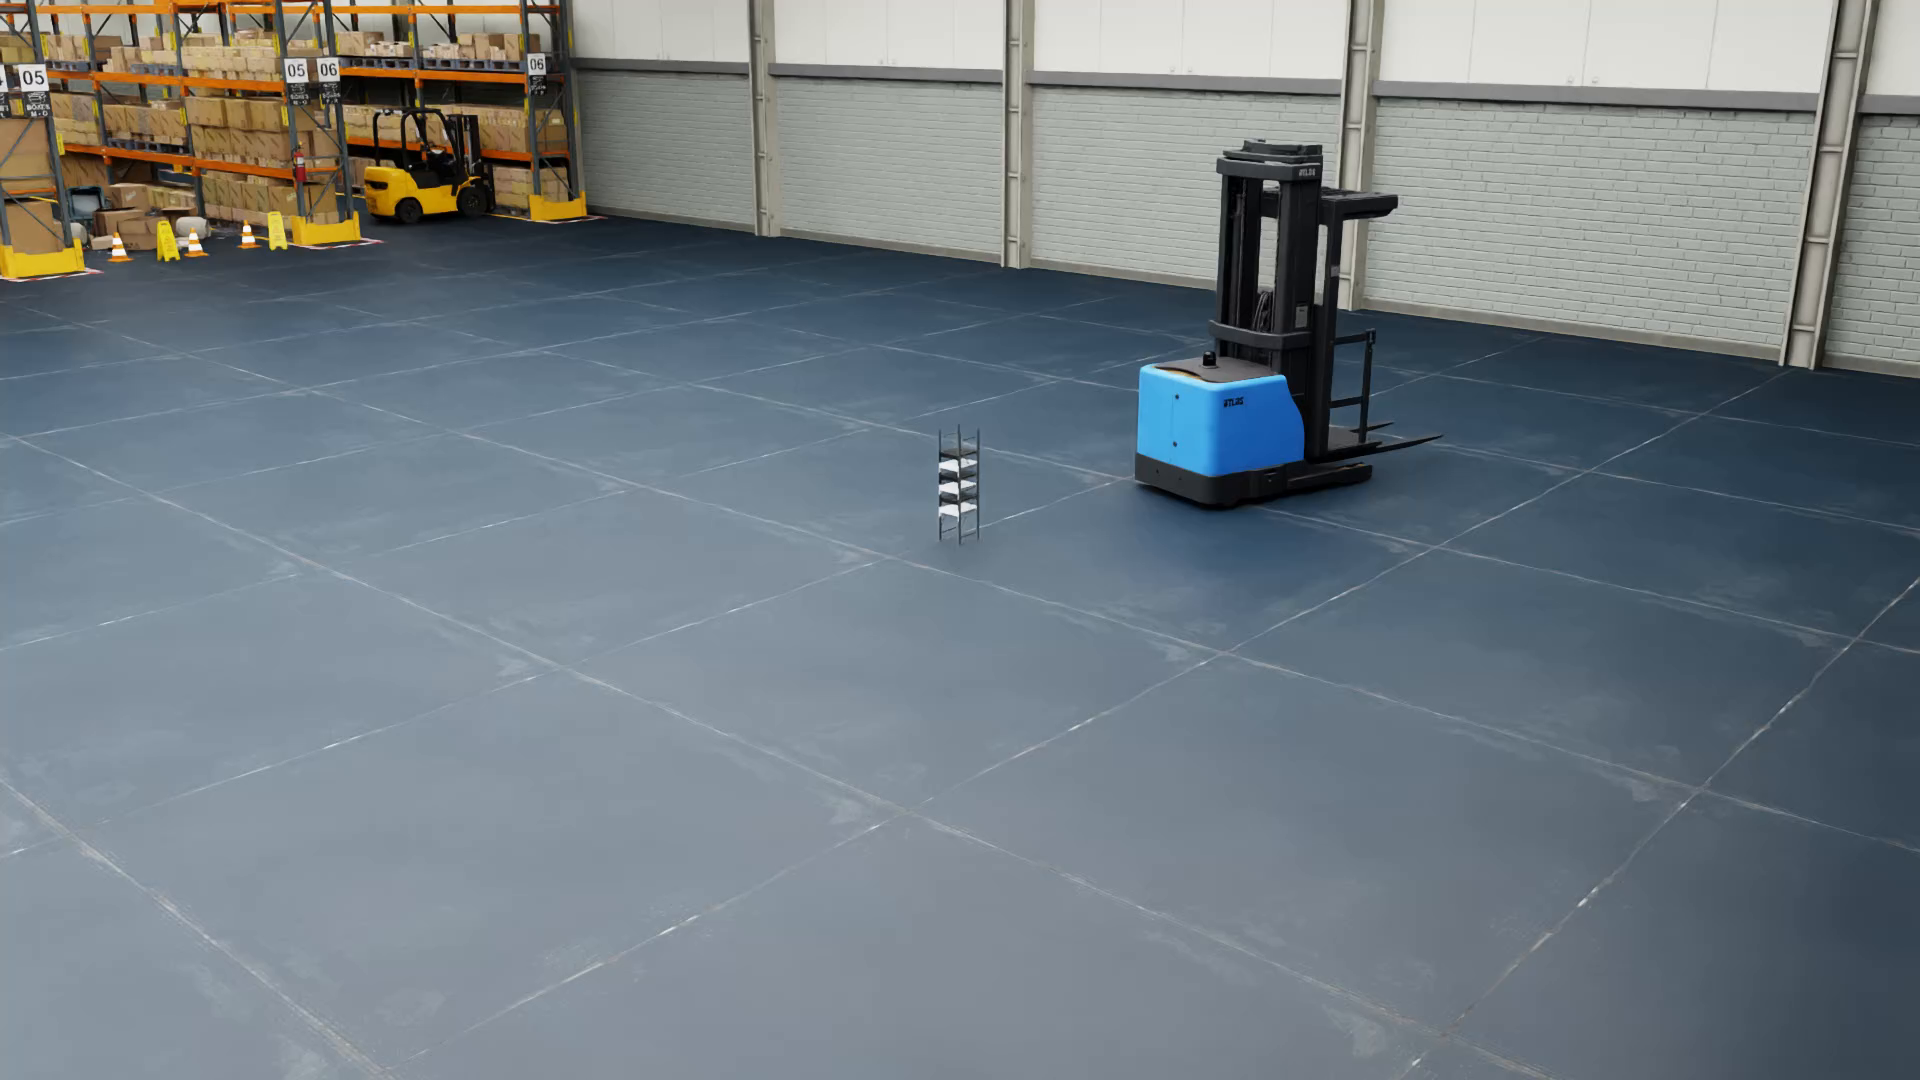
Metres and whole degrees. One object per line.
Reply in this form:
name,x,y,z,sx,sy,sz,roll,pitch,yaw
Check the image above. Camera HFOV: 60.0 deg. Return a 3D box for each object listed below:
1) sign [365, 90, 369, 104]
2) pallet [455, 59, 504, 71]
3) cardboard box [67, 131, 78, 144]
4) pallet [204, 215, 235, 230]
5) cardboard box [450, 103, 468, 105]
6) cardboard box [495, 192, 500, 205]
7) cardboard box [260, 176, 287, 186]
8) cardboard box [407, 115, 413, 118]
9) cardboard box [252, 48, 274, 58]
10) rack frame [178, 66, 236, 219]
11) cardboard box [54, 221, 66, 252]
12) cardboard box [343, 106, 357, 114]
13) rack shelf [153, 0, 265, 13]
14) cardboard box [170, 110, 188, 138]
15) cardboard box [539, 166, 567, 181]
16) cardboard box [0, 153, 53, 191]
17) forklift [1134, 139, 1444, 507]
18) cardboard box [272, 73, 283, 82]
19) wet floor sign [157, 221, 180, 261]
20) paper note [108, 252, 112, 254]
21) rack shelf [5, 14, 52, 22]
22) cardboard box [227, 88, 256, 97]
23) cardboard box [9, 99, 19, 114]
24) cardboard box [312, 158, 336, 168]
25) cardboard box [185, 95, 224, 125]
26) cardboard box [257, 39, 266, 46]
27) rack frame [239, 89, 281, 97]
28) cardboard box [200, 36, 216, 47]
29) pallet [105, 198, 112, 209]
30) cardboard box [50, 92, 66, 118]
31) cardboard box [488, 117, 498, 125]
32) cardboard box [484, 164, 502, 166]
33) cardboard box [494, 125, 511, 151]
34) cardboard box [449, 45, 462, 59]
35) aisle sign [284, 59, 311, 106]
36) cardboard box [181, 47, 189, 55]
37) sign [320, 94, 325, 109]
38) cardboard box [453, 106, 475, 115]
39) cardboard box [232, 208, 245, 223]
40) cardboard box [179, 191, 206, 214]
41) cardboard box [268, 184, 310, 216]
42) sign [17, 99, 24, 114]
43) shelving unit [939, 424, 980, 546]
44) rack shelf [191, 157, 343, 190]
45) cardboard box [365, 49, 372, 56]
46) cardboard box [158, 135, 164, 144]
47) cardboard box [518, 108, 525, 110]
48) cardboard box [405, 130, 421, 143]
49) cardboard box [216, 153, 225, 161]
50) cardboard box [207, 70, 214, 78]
sign,-13.751,-10.244,38.518,0.005,0.325,0.100,15,23,39
pallet,-9.562,-9.740,34.031,1.213,0.211,1.003,15,23,39
cardboard box,-18.718,-8.617,35.554,0.500,0.250,0.500,15,23,39
pallet,-13.891,-6.183,32.246,1.213,0.211,1.003,15,23,39
cardboard box,-10.686,-9.266,35.620,0.250,0.149,0.380,15,23,39
cardboard box,-9.428,-7.077,34.303,0.500,0.250,0.500,15,23,40
cardboard box,-12.517,-6.553,30.339,0.250,0.149,0.380,16,24,41
cardboard box,-11.733,-9.186,35.860,0.250,0.149,0.380,15,23,38
cardboard box,-12.400,-8.697,29.696,0.250,0.149,0.380,15,23,40
rack frame,-14.417,-7.639,32.224,0.127,3.000,1.000,15,23,39
cardboard box,-15.785,-5.229,28.758,0.500,0.500,0.500,-13,22,-36
cardboard box,-13.664,-9.693,37.458,0.250,0.149,0.380,16,24,41
rack shelf,-18.605,-13.286,41.293,4.000,0.370,1.077,15,23,39
cardboard box,-14.915,-8.070,32.229,0.500,0.500,0.500,15,23,38
cardboard box,-8.367,-7.465,33.874,0.500,0.250,0.500,15,23,38
cardboard box,-14.943,-5.831,26.280,0.550,0.550,0.875,15,23,39
forklift,3.045,-1.995,14.552,3.031,2.935,1.130,-11,21,-31
cardboard box,-11.878,-8.154,29.304,0.250,0.149,0.380,15,23,39
wet floor sign,-13.300,-5.016,27.849,0.232,0.644,0.267,11,20,30
paper note,-14.650,-4.970,28.726,0.144,0.017,0.142,-9,20,-27
rack shelf,-21.897,-11.973,37.812,4.000,0.370,1.077,15,23,39
cardboard box,-18.046,-11.156,41.822,0.500,0.500,0.500,14,23,38
cardboard box,-20.937,-9.802,37.220,0.500,0.500,0.500,15,23,39
cardboard box,-11.542,-6.831,30.093,0.250,0.149,0.380,15,23,39
cardboard box,-14.232,-8.168,31.579,0.500,0.500,0.700,15,23,39
cardboard box,-16.328,-11.728,39.212,0.250,0.149,0.380,15,23,40
rack frame,-17.109,-10.369,40.826,0.127,3.000,1.000,15,23,39
cardboard box,-14.968,-9.742,32.617,0.500,0.250,0.500,14,23,38
pallet,-17.949,-7.288,35.729,1.213,0.211,1.003,15,23,39
cardboard box,-19.490,-9.419,36.014,0.500,0.500,0.500,14,23,38
cardboard box,-9.352,-8.529,33.789,0.250,0.149,0.380,14,22,38
cardboard box,-9.829,-7.652,34.461,0.500,0.250,0.500,14,23,38
cardboard box,-9.058,-8.153,33.678,0.500,0.500,0.500,16,24,41
cardboard box,-10.217,-10.010,34.097,0.258,0.266,0.396,14,23,38
aisle sign,-11.572,-7.997,29.054,0.004,0.787,0.394,15,23,39
cardboard box,-14.398,-9.192,31.255,0.250,0.149,0.380,15,23,38
sign,-14.470,-9.955,37.739,0.005,0.325,0.100,15,23,39
cardboard box,-10.295,-8.928,34.556,0.250,0.149,0.380,15,23,38
cardboard box,-13.350,-6.139,31.347,0.500,0.250,0.500,15,23,39
cardboard box,-14.811,-6.692,32.888,0.625,0.372,0.950,15,23,40
cardboard box,-12.198,-6.185,30.253,0.500,0.500,0.500,15,23,40
sign,-20.768,-9.570,36.745,0.005,0.325,0.100,15,23,39
shelving unit,-0.006,-0.431,12.981,0.210,0.900,0.258,15,23,39
rack shelf,-12.921,-6.895,31.067,4.000,0.370,1.077,15,23,39
cardboard box,-12.726,-10.628,36.237,0.250,0.149,0.380,15,23,39
cardboard box,-15.580,-7.911,32.802,0.250,0.149,0.380,15,23,40
cardboard box,-8.798,-8.737,33.954,0.250,0.149,0.380,15,23,40
cardboard box,-11.676,-8.733,35.920,0.500,0.250,0.500,16,23,40
cardboard box,-13.790,-7.241,31.383,0.250,0.149,0.380,16,24,41
cardboard box,-13.769,-8.682,30.966,0.250,0.149,0.380,16,24,41
